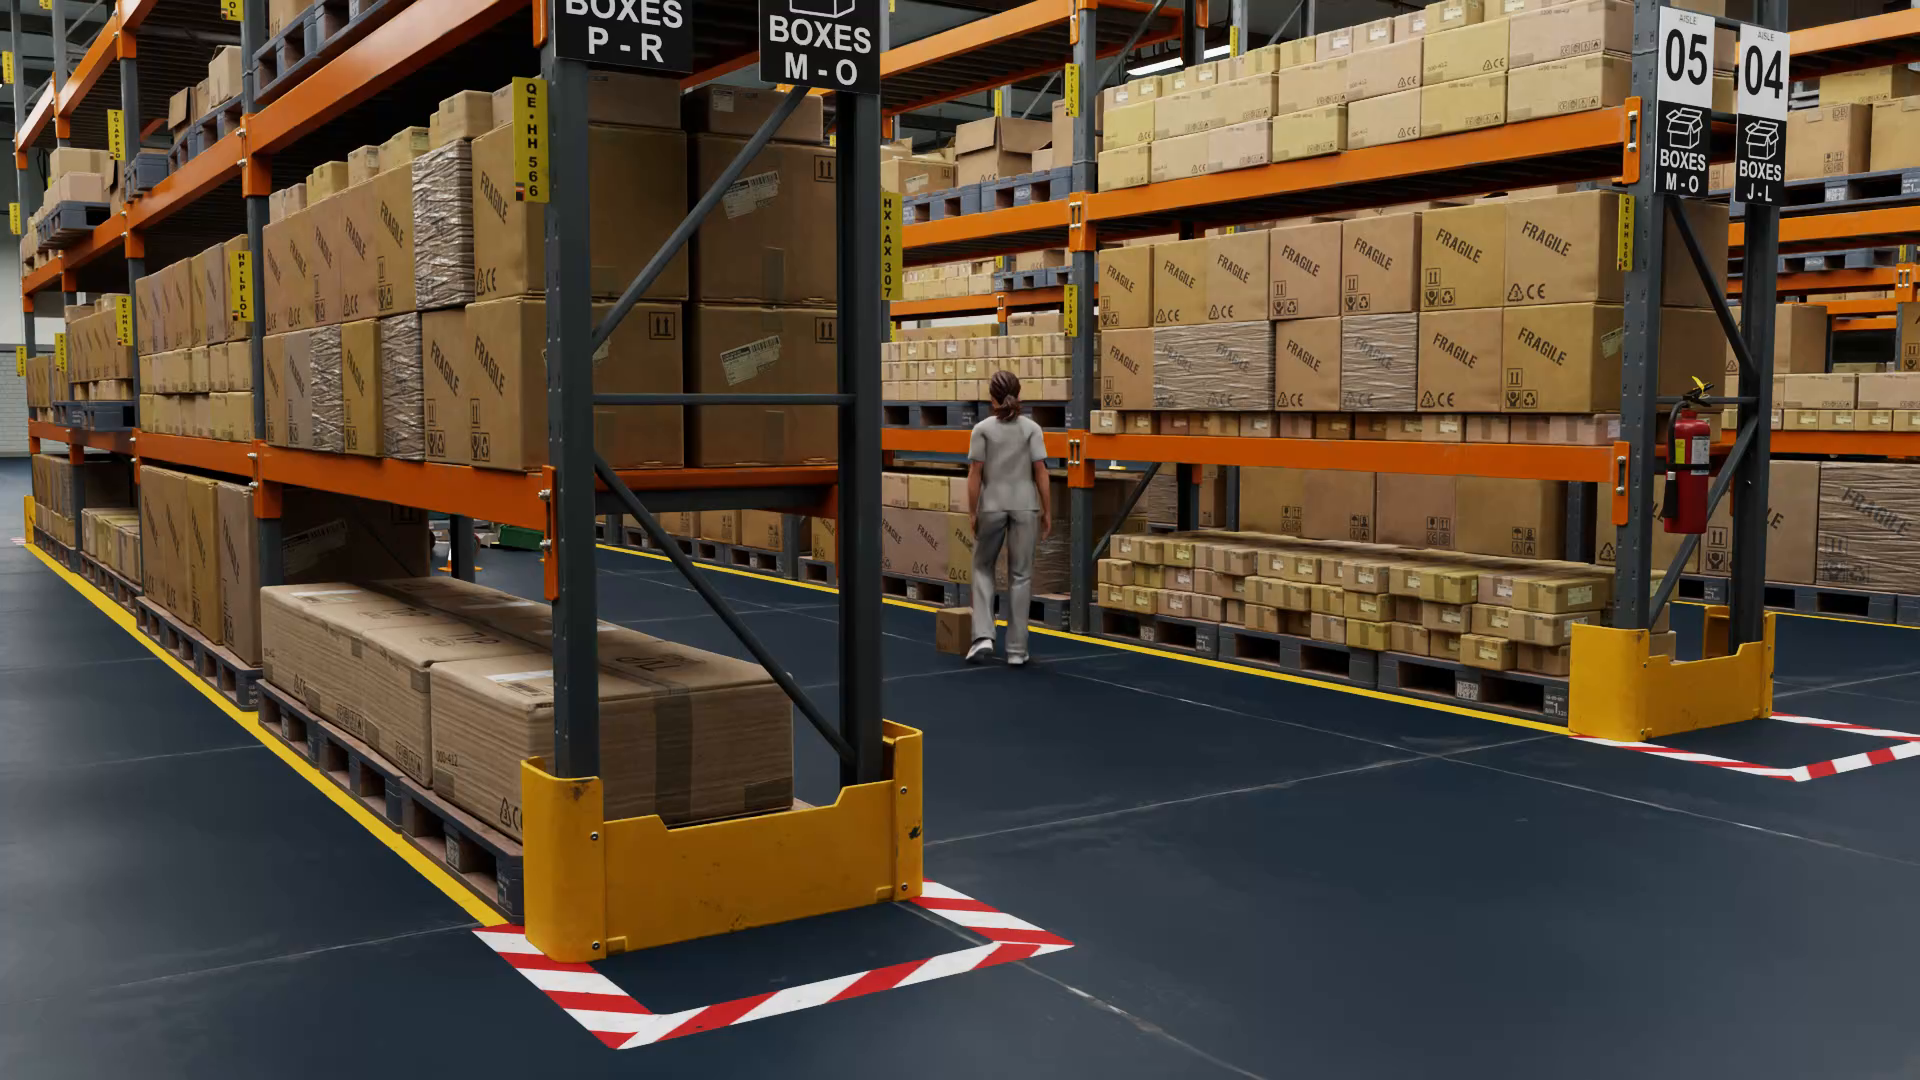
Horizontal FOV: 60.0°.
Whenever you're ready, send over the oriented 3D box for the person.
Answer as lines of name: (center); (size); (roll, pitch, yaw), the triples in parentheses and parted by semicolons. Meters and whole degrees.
person: (0.275, -0.119, 9.500); (0.486, 1.695, 0.424); (0, 5, 2)
